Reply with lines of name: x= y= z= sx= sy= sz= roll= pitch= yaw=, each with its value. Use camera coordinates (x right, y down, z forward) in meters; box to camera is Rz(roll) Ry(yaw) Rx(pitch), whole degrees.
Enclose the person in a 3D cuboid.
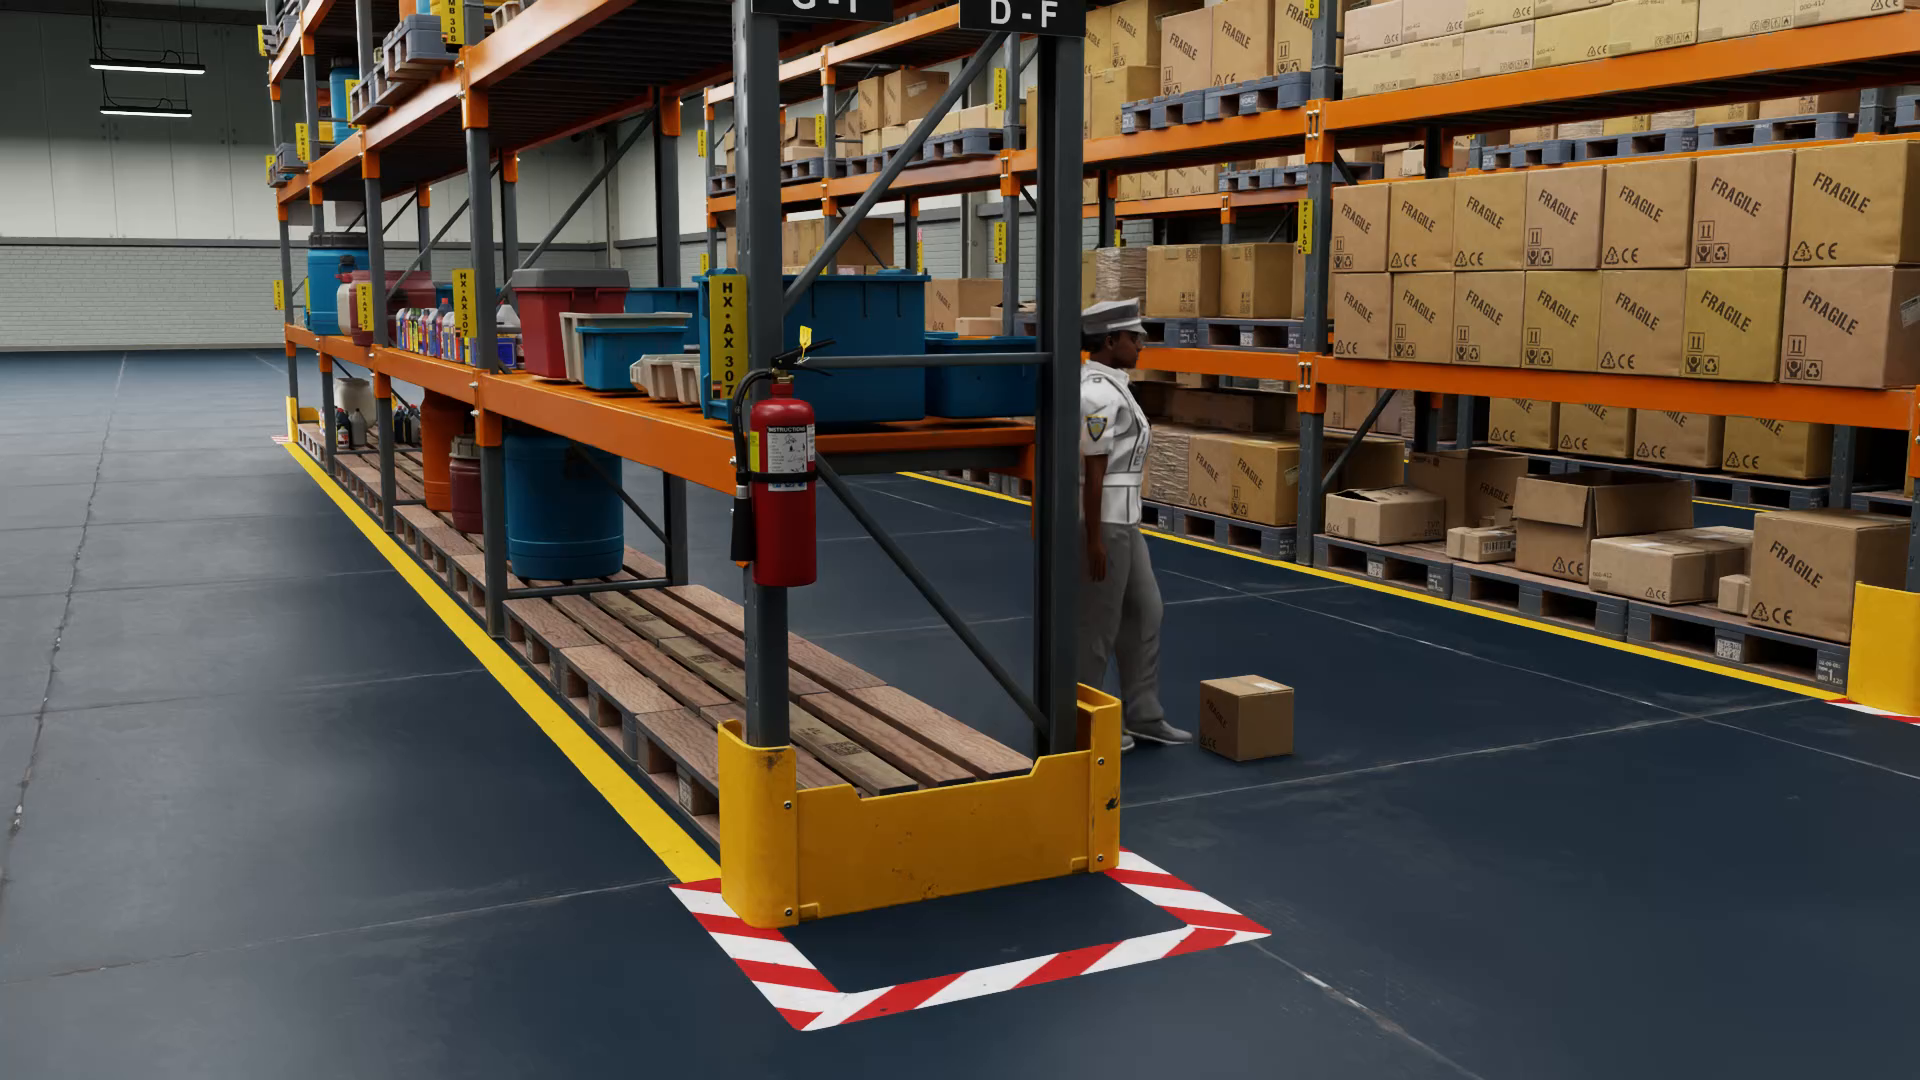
person: x=0.617 y=-0.034 z=6.085 sx=0.516 sy=1.695 sz=0.455 roll=1 pitch=9 yaw=6
